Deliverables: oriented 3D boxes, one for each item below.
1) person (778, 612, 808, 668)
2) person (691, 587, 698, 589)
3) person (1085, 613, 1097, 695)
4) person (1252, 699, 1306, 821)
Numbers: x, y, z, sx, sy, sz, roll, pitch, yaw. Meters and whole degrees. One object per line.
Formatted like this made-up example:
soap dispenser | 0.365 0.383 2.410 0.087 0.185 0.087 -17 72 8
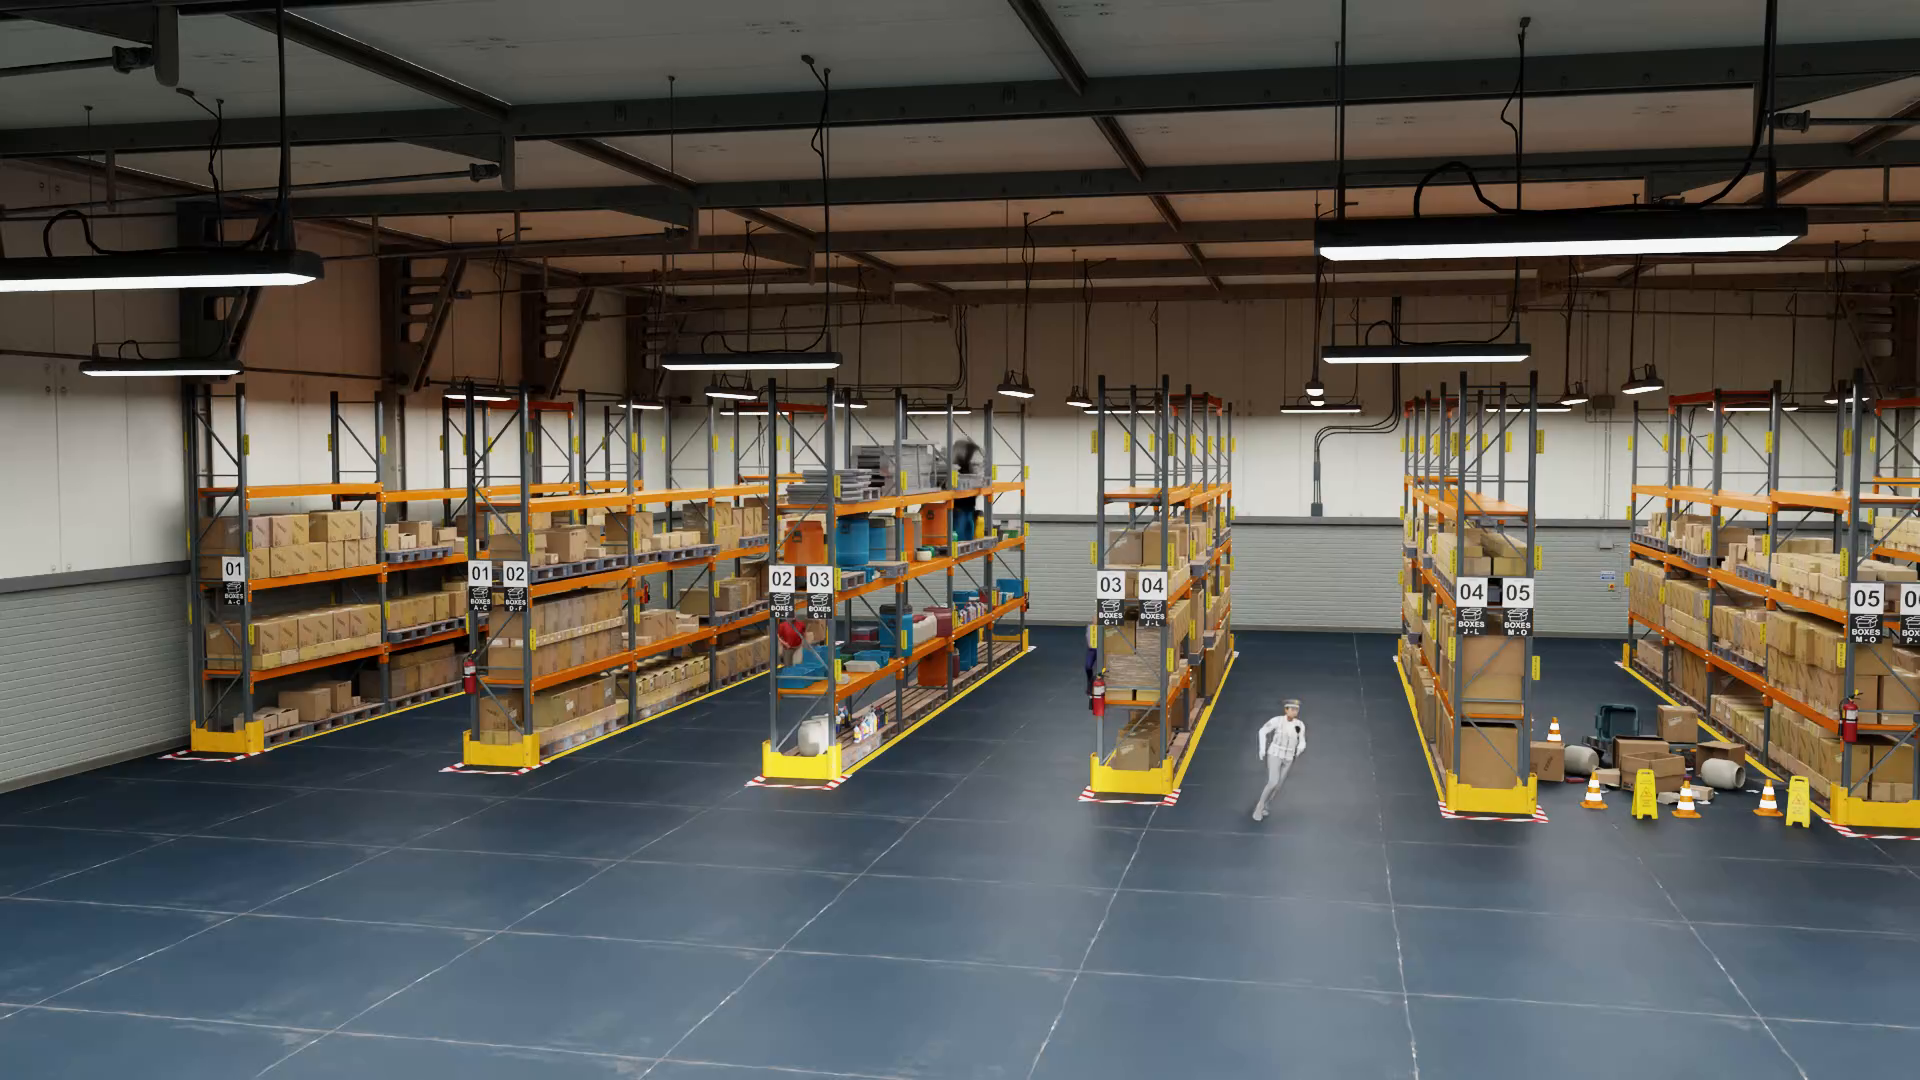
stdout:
person | -3.412 2.241 33.668 0.650 1.695 0.896 0 3 -8
person | -6.406 1.903 40.427 0.584 1.578 0.825 0 3 1
person | 2.762 2.290 33.365 0.526 1.656 0.783 1 3 16
person | 4.233 2.906 22.123 0.747 1.600 0.715 -1 3 -13
